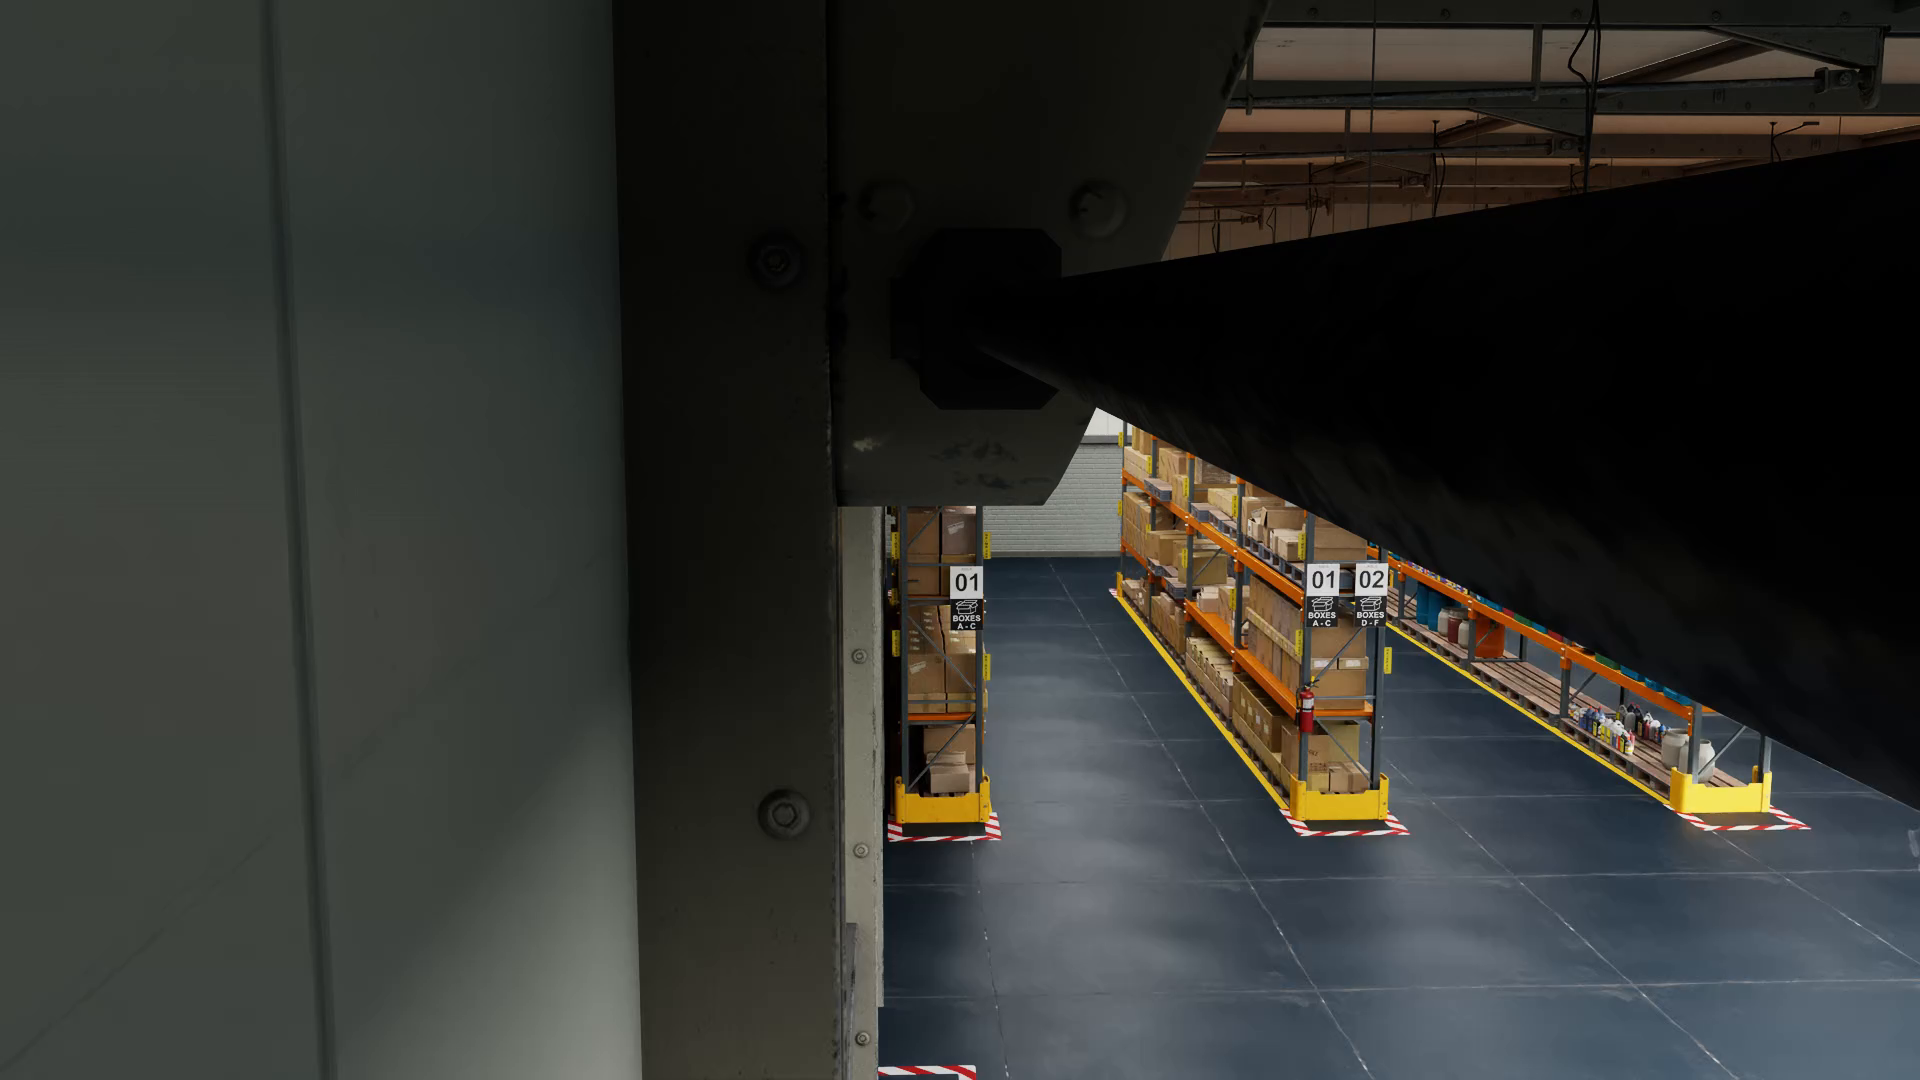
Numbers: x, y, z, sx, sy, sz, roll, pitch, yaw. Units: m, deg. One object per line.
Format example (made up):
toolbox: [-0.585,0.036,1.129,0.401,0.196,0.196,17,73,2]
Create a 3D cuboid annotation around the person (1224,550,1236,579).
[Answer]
person: [5.828,0.516,35.628,0.664,1.683,0.647,-2,8,-17]
